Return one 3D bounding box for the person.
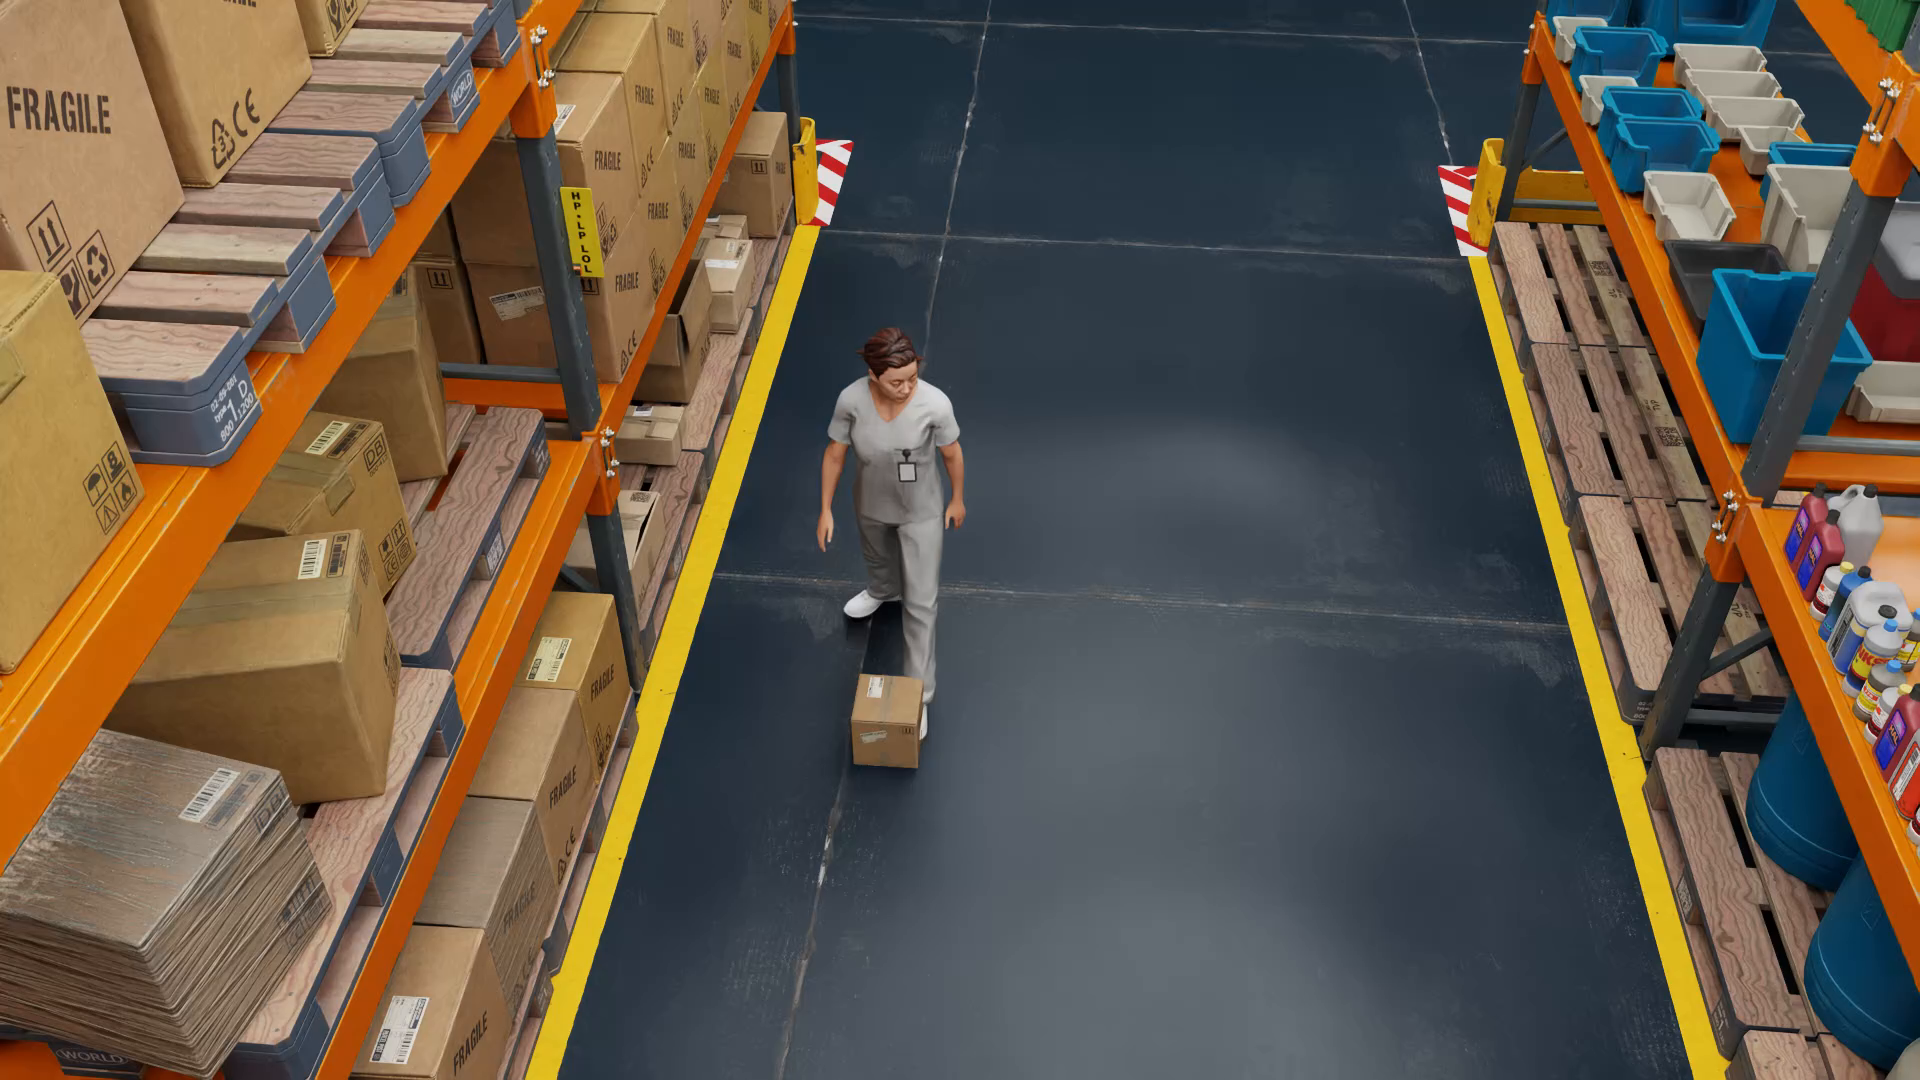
[{"bbox_3d":[-0.286,-0.116,6.294,0.572,1.639,0.871,12,42,14],"label":"person"}]
